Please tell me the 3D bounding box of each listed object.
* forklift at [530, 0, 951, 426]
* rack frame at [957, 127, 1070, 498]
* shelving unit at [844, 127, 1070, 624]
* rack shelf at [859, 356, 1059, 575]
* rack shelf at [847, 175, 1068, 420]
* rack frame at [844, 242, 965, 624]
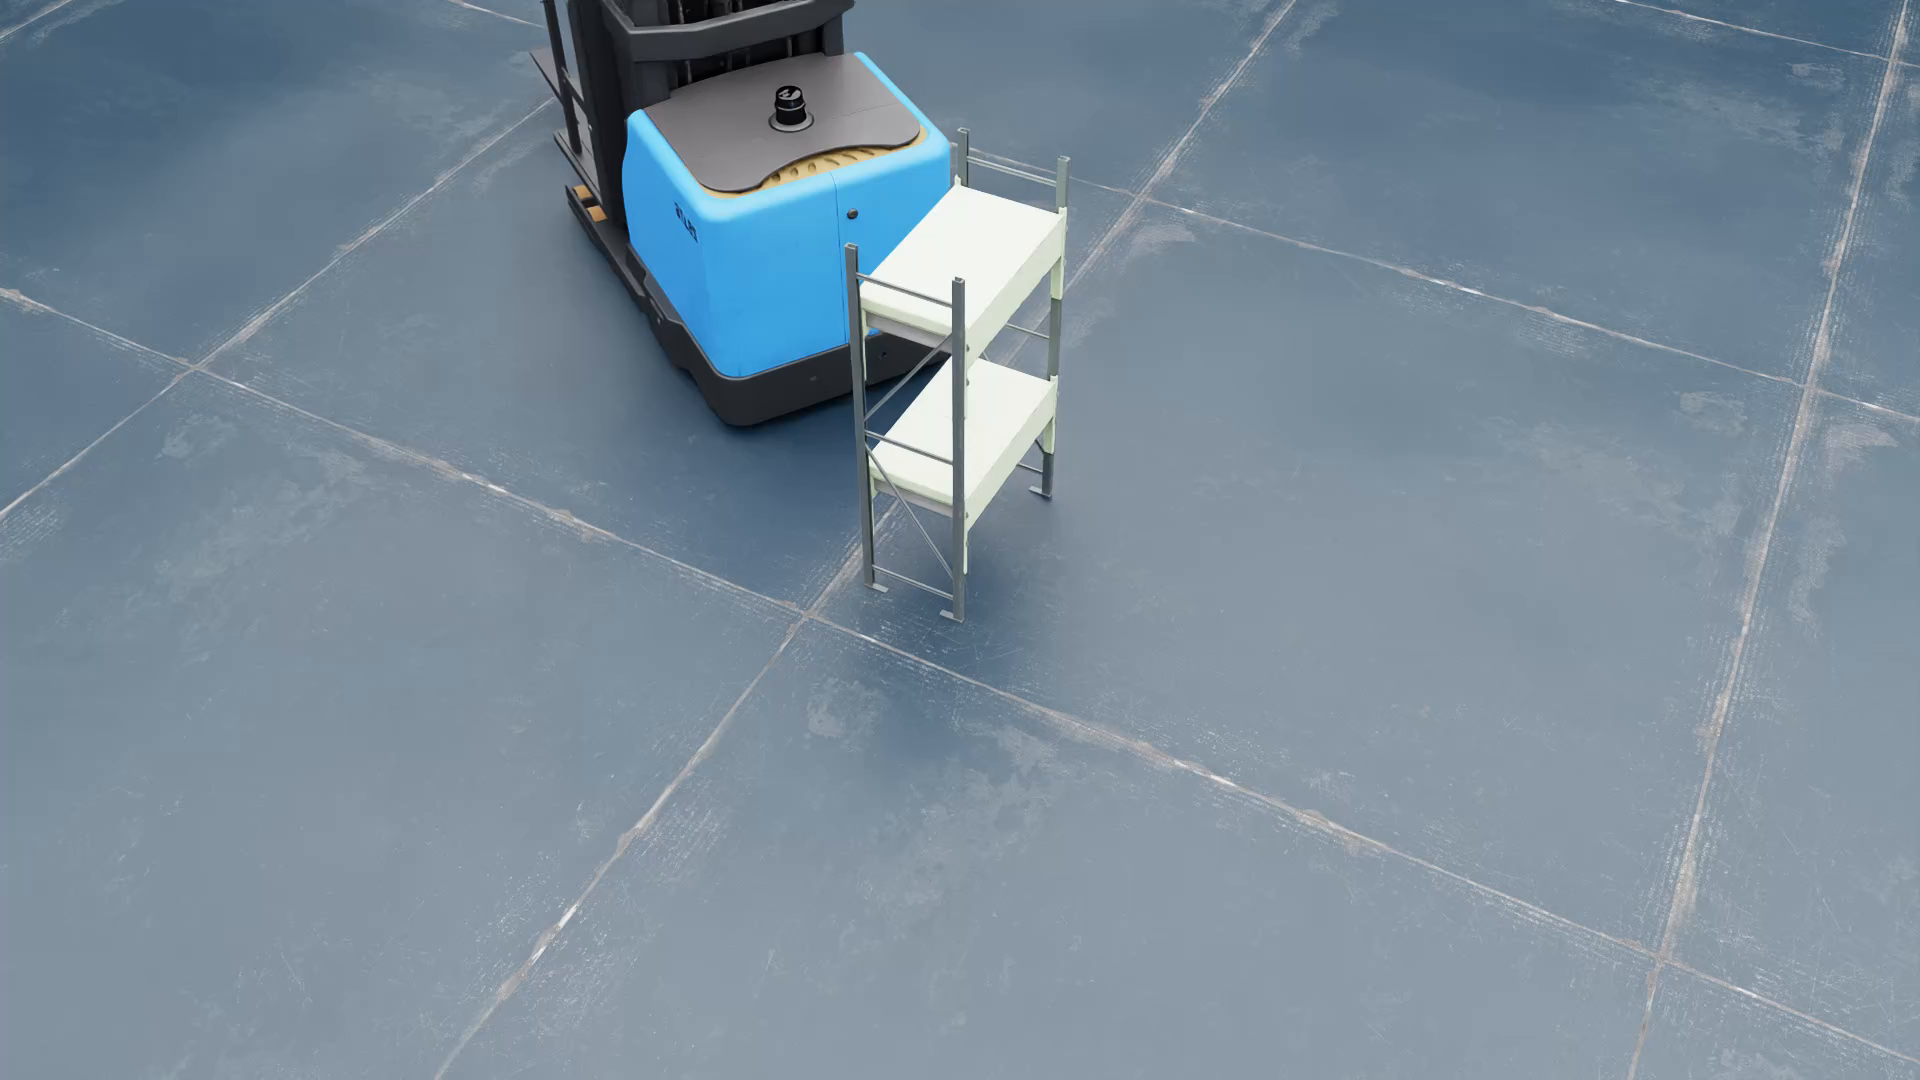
[{"bbox_3d":[-1.161,-2.529,6.688,1.130,2.935,3.031,-21,49,-19],"label":"forklift"},{"bbox_3d":[0.173,-0.762,5.949,0.400,1.500,0.023,20,49,19],"label":"rack frame"},{"bbox_3d":[0.003,-0.531,5.721,0.431,1.500,0.755,20,49,19],"label":"shelving unit"},{"bbox_3d":[0.003,-0.302,5.953,0.431,0.370,0.720,20,49,19],"label":"rack shelf"},{"bbox_3d":[0.003,-0.806,5.443,0.431,0.370,0.720,20,49,19],"label":"rack shelf"},{"bbox_3d":[-0.167,-0.301,5.493,0.400,1.500,0.023,20,49,19],"label":"rack frame"}]
